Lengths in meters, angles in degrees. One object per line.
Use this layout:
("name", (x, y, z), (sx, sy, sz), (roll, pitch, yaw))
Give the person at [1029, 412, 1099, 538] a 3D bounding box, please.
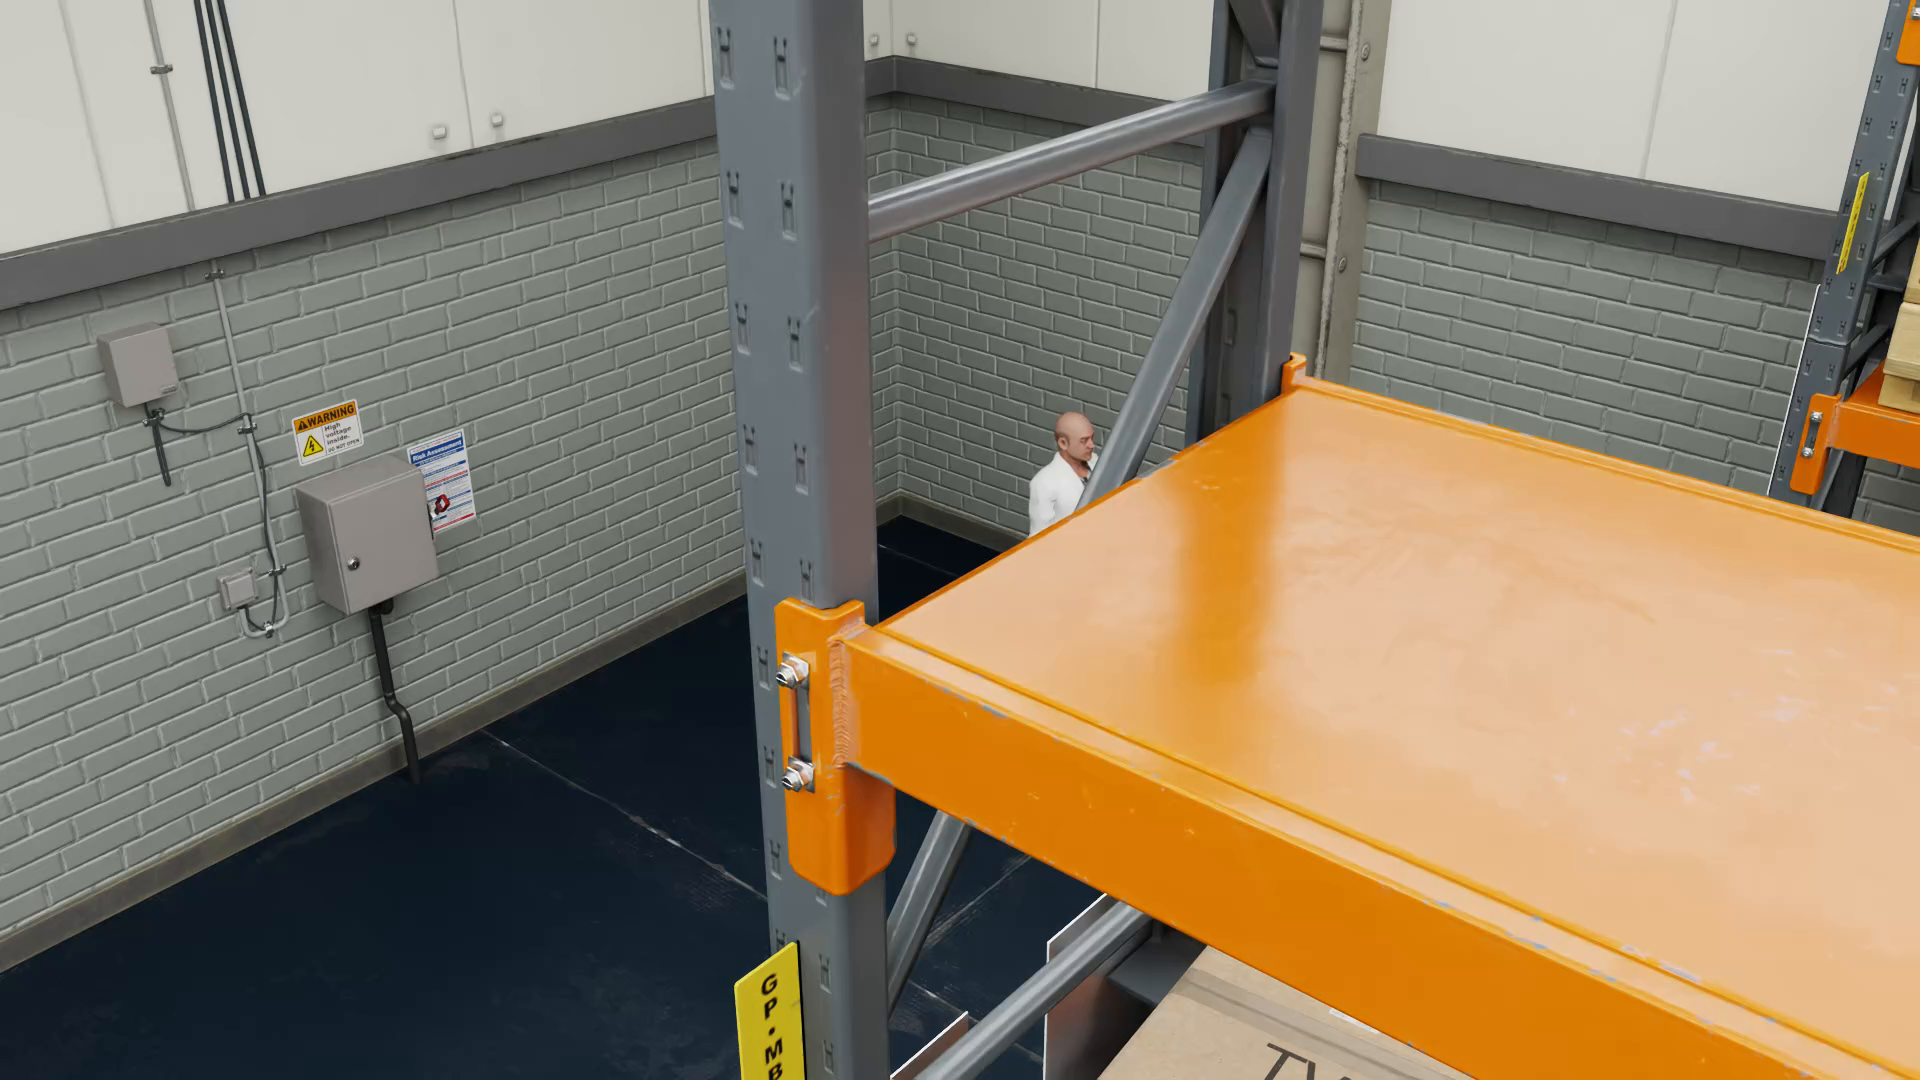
("person", (0.630, 0.181, 8.722), (0.596, 1.788, 0.587), (21, 34, 35))
